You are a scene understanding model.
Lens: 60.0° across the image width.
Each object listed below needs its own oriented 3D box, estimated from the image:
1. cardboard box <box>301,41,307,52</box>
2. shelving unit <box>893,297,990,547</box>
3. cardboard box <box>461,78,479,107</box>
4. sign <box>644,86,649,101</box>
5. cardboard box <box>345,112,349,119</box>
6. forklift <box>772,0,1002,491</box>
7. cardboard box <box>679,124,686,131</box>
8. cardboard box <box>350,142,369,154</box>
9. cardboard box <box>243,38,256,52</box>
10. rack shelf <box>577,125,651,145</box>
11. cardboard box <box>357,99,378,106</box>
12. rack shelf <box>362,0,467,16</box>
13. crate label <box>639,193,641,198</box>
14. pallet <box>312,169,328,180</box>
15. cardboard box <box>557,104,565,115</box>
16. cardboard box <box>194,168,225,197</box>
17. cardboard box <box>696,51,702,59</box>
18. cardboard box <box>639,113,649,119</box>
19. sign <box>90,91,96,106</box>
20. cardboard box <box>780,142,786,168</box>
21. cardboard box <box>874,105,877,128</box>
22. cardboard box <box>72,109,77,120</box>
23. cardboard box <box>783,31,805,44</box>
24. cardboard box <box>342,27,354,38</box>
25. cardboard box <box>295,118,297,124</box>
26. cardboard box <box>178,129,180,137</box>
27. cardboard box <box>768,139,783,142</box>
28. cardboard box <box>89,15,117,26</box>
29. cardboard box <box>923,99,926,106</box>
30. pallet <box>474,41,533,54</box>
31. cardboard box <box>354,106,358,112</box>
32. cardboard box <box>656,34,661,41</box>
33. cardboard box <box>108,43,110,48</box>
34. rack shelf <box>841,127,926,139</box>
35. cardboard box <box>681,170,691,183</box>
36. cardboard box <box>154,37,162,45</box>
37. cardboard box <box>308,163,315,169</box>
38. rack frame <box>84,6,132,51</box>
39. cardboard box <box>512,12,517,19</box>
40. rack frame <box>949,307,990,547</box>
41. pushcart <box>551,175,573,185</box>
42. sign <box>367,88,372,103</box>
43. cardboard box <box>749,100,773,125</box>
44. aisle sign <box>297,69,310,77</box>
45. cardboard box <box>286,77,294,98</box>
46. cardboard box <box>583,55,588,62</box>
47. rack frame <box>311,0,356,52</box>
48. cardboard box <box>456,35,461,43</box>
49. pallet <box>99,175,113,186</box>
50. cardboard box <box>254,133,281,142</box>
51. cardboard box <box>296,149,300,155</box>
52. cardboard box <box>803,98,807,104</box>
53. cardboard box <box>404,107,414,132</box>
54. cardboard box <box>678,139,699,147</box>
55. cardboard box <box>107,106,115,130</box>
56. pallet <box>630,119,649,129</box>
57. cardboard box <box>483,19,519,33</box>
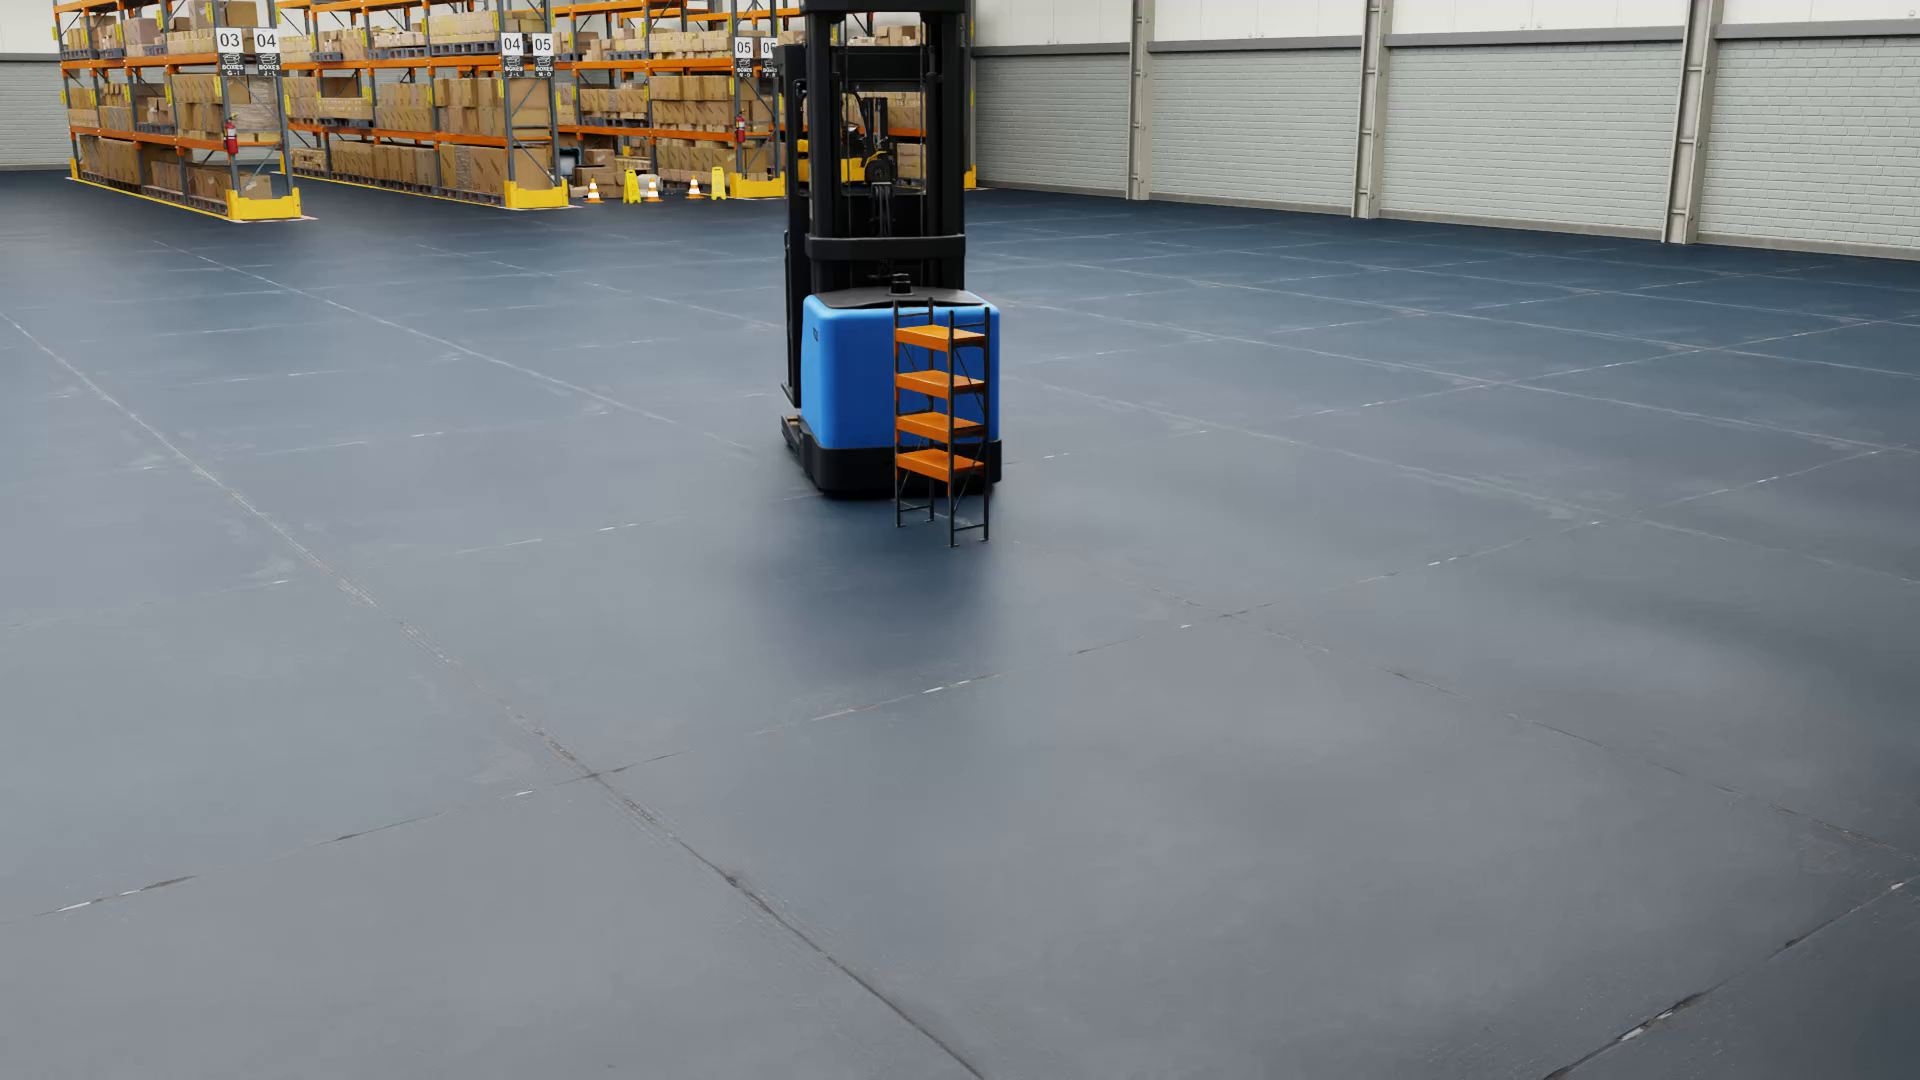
[{"bbox_3d":[-15.984,-12.221,41.202,0.500,0.250,0.500,-12,19,-37],"label":"cardboard box"},{"bbox_3d":[-0.097,-0.614,8.547,0.258,1.200,0.503,-11,19,-35],"label":"shelving unit"},{"bbox_3d":[-9.376,-8.887,33.033,0.875,0.550,0.500,-11,19,-35],"label":"cardboard box"},{"bbox_3d":[-7.009,-9.987,37.190,0.100,0.325,0.005,-11,19,-35],"label":"sign"},{"bbox_3d":[-14.120,-9.914,38.798,0.380,0.149,0.250,-12,19,-37],"label":"cardboard box"},{"bbox_3d":[-0.565,-2.033,10.453,1.130,2.935,3.031,-3,16,-11],"label":"forklift"},{"bbox_3d":[-5.892,-9.003,36.262,0.380,0.149,0.250,-11,19,-34],"label":"cardboard box"},{"bbox_3d":[-14.065,-9.261,39.249,0.500,0.250,0.500,-10,18,-33],"label":"cardboard box"},{"bbox_3d":[-12.301,-8.640,29.066,0.500,0.250,0.500,-10,18,-33],"label":"cardboard box"},{"bbox_3d":[-7.738,-9.595,39.315,1.077,0.370,4.000,-11,19,-35],"label":"rack shelf"},{"bbox_3d":[-13.518,-9.981,37.916,0.380,0.149,0.250,-12,19,-37],"label":"cardboard box"},{"bbox_3d":[-11.683,-11.506,35.690,1.077,0.370,4.000,-11,19,-35],"label":"rack shelf"},{"bbox_3d":[-6.717,-7.085,34.205,0.298,0.136,0.250,7,17,23],"label":"crate label"},{"bbox_3d":[-15.634,-9.227,41.888,1.003,0.211,1.213,-11,19,-35],"label":"pallet"},{"bbox_3d":[-9.709,-10.711,41.366,0.500,0.250,0.500,-11,19,-36],"label":"cardboard box"},{"bbox_3d":[-14.376,-6.882,31.980,0.500,0.500,0.500,-12,19,-36],"label":"cardboard box"},{"bbox_3d":[-5.377,-10.297,35.311,0.380,0.149,0.250,-11,19,-36],"label":"cardboard box"},{"bbox_3d":[-7.088,-9.664,37.883,0.380,0.149,0.250,-11,19,-34],"label":"cardboard box"},{"bbox_3d":[-19.730,-10.055,37.841,0.100,0.325,0.005,-11,19,-35],"label":"sign"},{"bbox_3d":[-4.155,-9.924,42.857,0.875,0.625,0.625,-10,18,-33],"label":"cardboard box"},{"bbox_3d":[-1.882,-9.983,39.179,0.500,0.500,0.500,-11,19,-35],"label":"cardboard box"},{"bbox_3d":[-21.259,-10.356,40.453,0.500,0.250,0.500,-11,19,-35],"label":"cardboard box"},{"bbox_3d":[-4.074,-12.477,41.623,0.500,0.500,0.500,-10,18,-33],"label":"cardboard box"},{"bbox_3d":[-14.080,-11.761,38.545,0.396,0.266,0.258,-11,19,-35],"label":"cardboard box"},{"bbox_3d":[-16.936,-10.837,42.965,0.380,0.149,0.250,-11,19,-35],"label":"cardboard box"},{"bbox_3d":[-14.695,-7.763,31.735,0.380,0.149,0.250,-11,19,-35],"label":"cardboard box"},{"bbox_3d":[-4.956,-10.610,44.371,0.380,0.149,0.250,-10,18,-32],"label":"cardboard box"},{"bbox_3d":[-19.830,-11.995,38.442,0.500,0.250,0.500,-12,20,-38],"label":"cardboard box"},{"bbox_3d":[-0.628,-9.824,37.370,0.380,0.149,0.250,-11,19,-34],"label":"cardboard box"},{"bbox_3d":[-8.600,-9.432,31.842,1.003,0.211,1.213,-11,19,-35],"label":"pallet"},{"bbox_3d":[-13.676,-9.896,38.168,0.380,0.149,0.250,-10,18,-32],"label":"cardboard box"},{"bbox_3d":[-6.465,-11.057,36.575,0.380,0.149,0.250,-10,18,-33],"label":"cardboard box"},{"bbox_3d":[-18.528,-10.872,36.616,0.380,0.149,0.250,-12,19,-37],"label":"cardboard box"},{"bbox_3d":[-1.374,-9.513,39.013,1.077,0.370,4.000,-11,19,-35],"label":"rack shelf"},{"bbox_3d":[-5.797,-7.999,36.532,0.500,0.250,0.500,-11,19,-35],"label":"cardboard box"},{"bbox_3d":[-15.762,-9.899,33.026,0.380,0.166,0.250,-12,19,-36],"label":"cardboard box"},{"bbox_3d":[-16.326,-9.513,42.257,0.380,0.149,0.250,-11,19,-35],"label":"cardboard box"},{"bbox_3d":[-19.282,-12.579,37.490,1.000,3.000,0.127,-11,19,-35],"label":"rack frame"},{"bbox_3d":[-8.391,-10.061,31.953,0.380,0.149,0.250,-11,19,-35],"label":"cardboard box"},{"bbox_3d":[0.046,-0.562,8.356,0.240,1.200,0.015,-11,19,-35],"label":"rack frame"},{"bbox_3d":[-8.377,-7.886,36.674,0.936,0.377,1.648,10,18,33],"label":"pushcart"},{"bbox_3d":[-13.292,-10.014,37.437,0.100,0.325,0.005,-11,19,-35],"label":"sign"},{"bbox_3d":[-4.265,-8.997,35.014,0.500,0.500,0.500,-11,19,-35],"label":"cardboard box"},{"bbox_3d":[-17.363,-12.604,44.020,0.394,0.787,0.004,-11,19,-35],"label":"aisle sign"},{"bbox_3d":[-16.924,-11.604,42.642,0.500,0.500,0.500,-11,19,-36],"label":"cardboard box"},{"bbox_3d":[-8.867,-11.602,40.076,0.380,0.149,0.250,-11,19,-35],"label":"cardboard box"},{"bbox_3d":[-15.211,-13.327,40.224,1.000,3.000,0.127,-11,19,-35],"label":"rack frame"},{"bbox_3d":[-9.673,-9.847,32.679,0.380,0.149,0.250,-11,19,-34],"label":"cardboard box"},{"bbox_3d":[-19.666,-8.515,39.287,1.003,0.211,1.213,-11,19,-35],"label":"pallet"},{"bbox_3d":[-12.201,-7.100,29.310,0.380,0.149,0.250,-11,19,-35],"label":"cardboard box"},{"bbox_3d":[-17.013,-10.084,43.215,0.380,0.149,0.250,-12,19,-37],"label":"cardboard box"},{"bbox_3d":[-3.705,-10.955,41.500,0.380,0.149,0.250,-11,19,-34],"label":"cardboard box"},{"bbox_3d":[-11.624,-9.059,35.805,0.500,0.500,0.500,-11,19,-34],"label":"cardboard box"},{"bbox_3d":[-5.945,-8.696,36.430,0.380,0.149,0.250,-10,18,-31],"label":"cardboard box"},{"bbox_3d":[-18.624,-9.383,36.985,0.500,0.500,0.500,-11,19,-36],"label":"cardboard box"},{"bbox_3d":[-6.894,-9.609,38.364,1.003,0.211,1.213,-11,19,-35],"label":"pallet"},{"bbox_3d":[-8.669,-9.701,31.393,0.500,0.250,0.500,-11,19,-34],"label":"cardboard box"}]
